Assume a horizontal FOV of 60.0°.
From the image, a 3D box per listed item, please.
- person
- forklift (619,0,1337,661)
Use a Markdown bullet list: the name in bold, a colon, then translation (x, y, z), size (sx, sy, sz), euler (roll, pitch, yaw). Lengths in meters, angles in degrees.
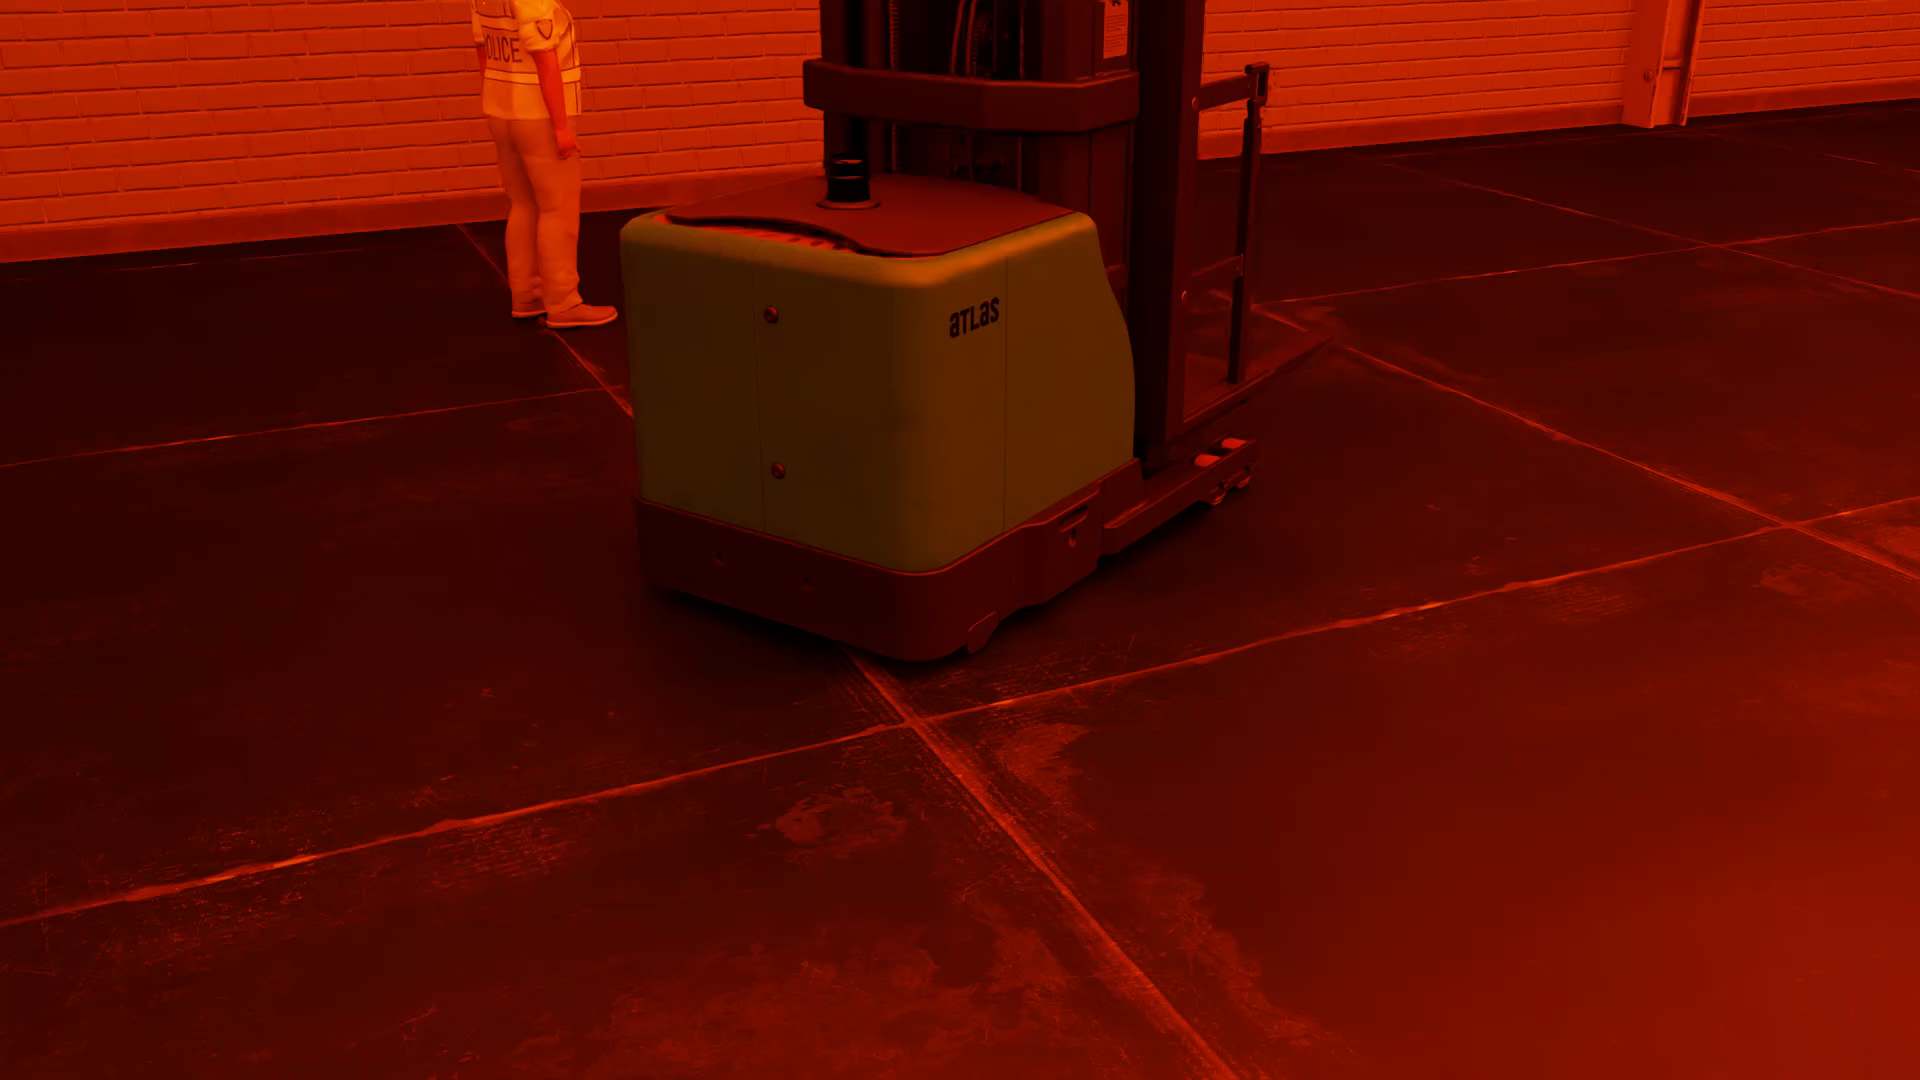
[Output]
- **person**: translation (-1.828, -1.817, 7.174), size (0.395, 1.773, 0.530), euler (-21, 30, -41)
- **forklift**: translation (0.341, -1.558, 5.036), size (1.130, 2.935, 3.031), euler (15, 27, 31)
